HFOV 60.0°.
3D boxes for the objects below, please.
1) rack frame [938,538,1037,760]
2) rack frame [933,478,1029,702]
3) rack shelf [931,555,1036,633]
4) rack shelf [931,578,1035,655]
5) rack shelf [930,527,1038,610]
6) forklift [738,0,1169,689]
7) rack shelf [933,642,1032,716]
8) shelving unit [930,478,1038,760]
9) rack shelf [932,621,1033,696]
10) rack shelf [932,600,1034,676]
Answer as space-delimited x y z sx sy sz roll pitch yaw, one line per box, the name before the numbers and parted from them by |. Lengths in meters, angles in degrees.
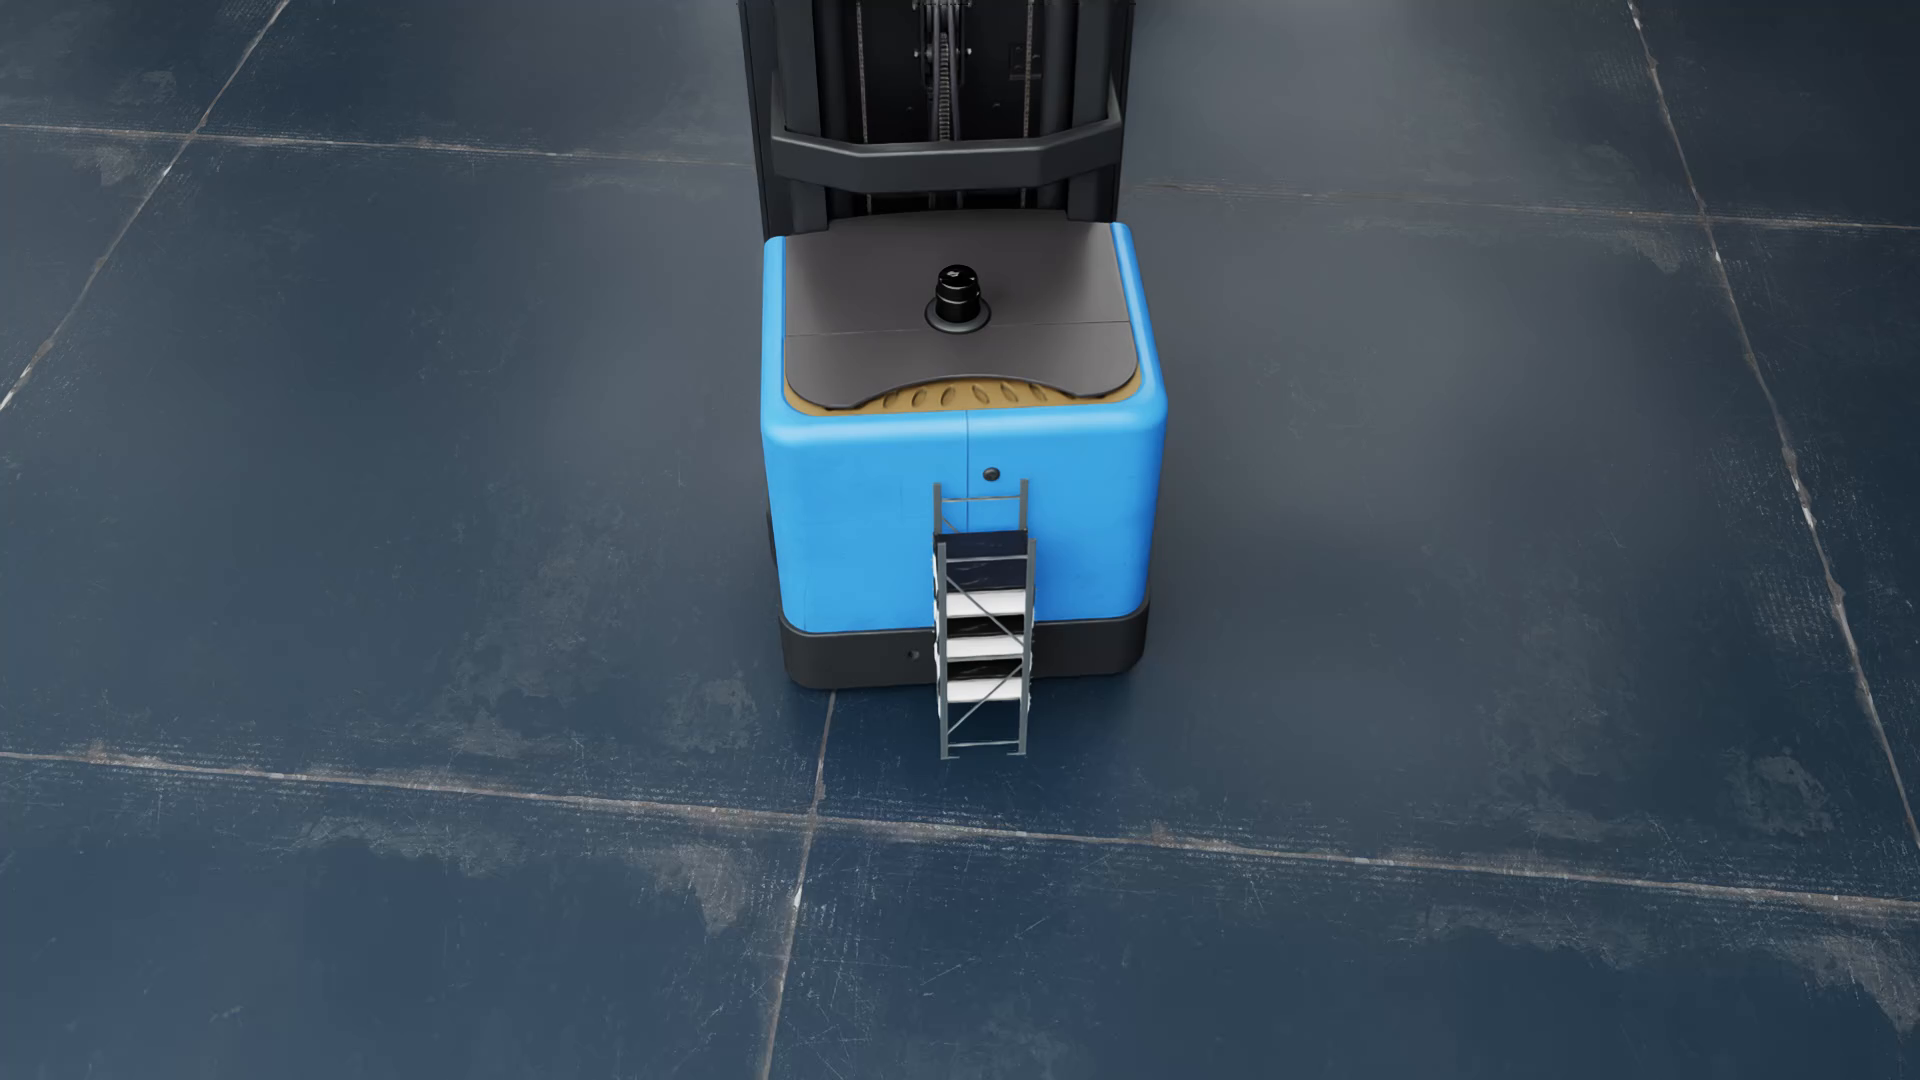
rack frame | 0.066 0.307 4.359 0.240 0.900 0.006 -3 48 -3
rack frame | 0.052 0.157 4.496 0.240 0.900 0.006 -3 48 -3
rack shelf | 0.059 0.133 4.320 0.258 0.077 0.200 -3 48 -3
rack shelf | 0.059 0.194 4.386 0.258 0.077 0.200 -3 48 -3
rack shelf | 0.059 0.072 4.253 0.258 0.077 0.200 -3 48 -3
forklift | -0.080 -1.649 4.772 1.130 2.935 3.031 -3 48 -3
rack shelf | 0.059 0.376 4.585 0.258 0.077 0.200 -3 48 -3
shelving unit | 0.059 0.232 4.428 0.258 0.900 0.210 -3 48 -3
rack shelf | 0.059 0.315 4.519 0.258 0.077 0.200 -3 48 -3
rack shelf | 0.059 0.255 4.452 0.258 0.077 0.200 -3 48 -3
